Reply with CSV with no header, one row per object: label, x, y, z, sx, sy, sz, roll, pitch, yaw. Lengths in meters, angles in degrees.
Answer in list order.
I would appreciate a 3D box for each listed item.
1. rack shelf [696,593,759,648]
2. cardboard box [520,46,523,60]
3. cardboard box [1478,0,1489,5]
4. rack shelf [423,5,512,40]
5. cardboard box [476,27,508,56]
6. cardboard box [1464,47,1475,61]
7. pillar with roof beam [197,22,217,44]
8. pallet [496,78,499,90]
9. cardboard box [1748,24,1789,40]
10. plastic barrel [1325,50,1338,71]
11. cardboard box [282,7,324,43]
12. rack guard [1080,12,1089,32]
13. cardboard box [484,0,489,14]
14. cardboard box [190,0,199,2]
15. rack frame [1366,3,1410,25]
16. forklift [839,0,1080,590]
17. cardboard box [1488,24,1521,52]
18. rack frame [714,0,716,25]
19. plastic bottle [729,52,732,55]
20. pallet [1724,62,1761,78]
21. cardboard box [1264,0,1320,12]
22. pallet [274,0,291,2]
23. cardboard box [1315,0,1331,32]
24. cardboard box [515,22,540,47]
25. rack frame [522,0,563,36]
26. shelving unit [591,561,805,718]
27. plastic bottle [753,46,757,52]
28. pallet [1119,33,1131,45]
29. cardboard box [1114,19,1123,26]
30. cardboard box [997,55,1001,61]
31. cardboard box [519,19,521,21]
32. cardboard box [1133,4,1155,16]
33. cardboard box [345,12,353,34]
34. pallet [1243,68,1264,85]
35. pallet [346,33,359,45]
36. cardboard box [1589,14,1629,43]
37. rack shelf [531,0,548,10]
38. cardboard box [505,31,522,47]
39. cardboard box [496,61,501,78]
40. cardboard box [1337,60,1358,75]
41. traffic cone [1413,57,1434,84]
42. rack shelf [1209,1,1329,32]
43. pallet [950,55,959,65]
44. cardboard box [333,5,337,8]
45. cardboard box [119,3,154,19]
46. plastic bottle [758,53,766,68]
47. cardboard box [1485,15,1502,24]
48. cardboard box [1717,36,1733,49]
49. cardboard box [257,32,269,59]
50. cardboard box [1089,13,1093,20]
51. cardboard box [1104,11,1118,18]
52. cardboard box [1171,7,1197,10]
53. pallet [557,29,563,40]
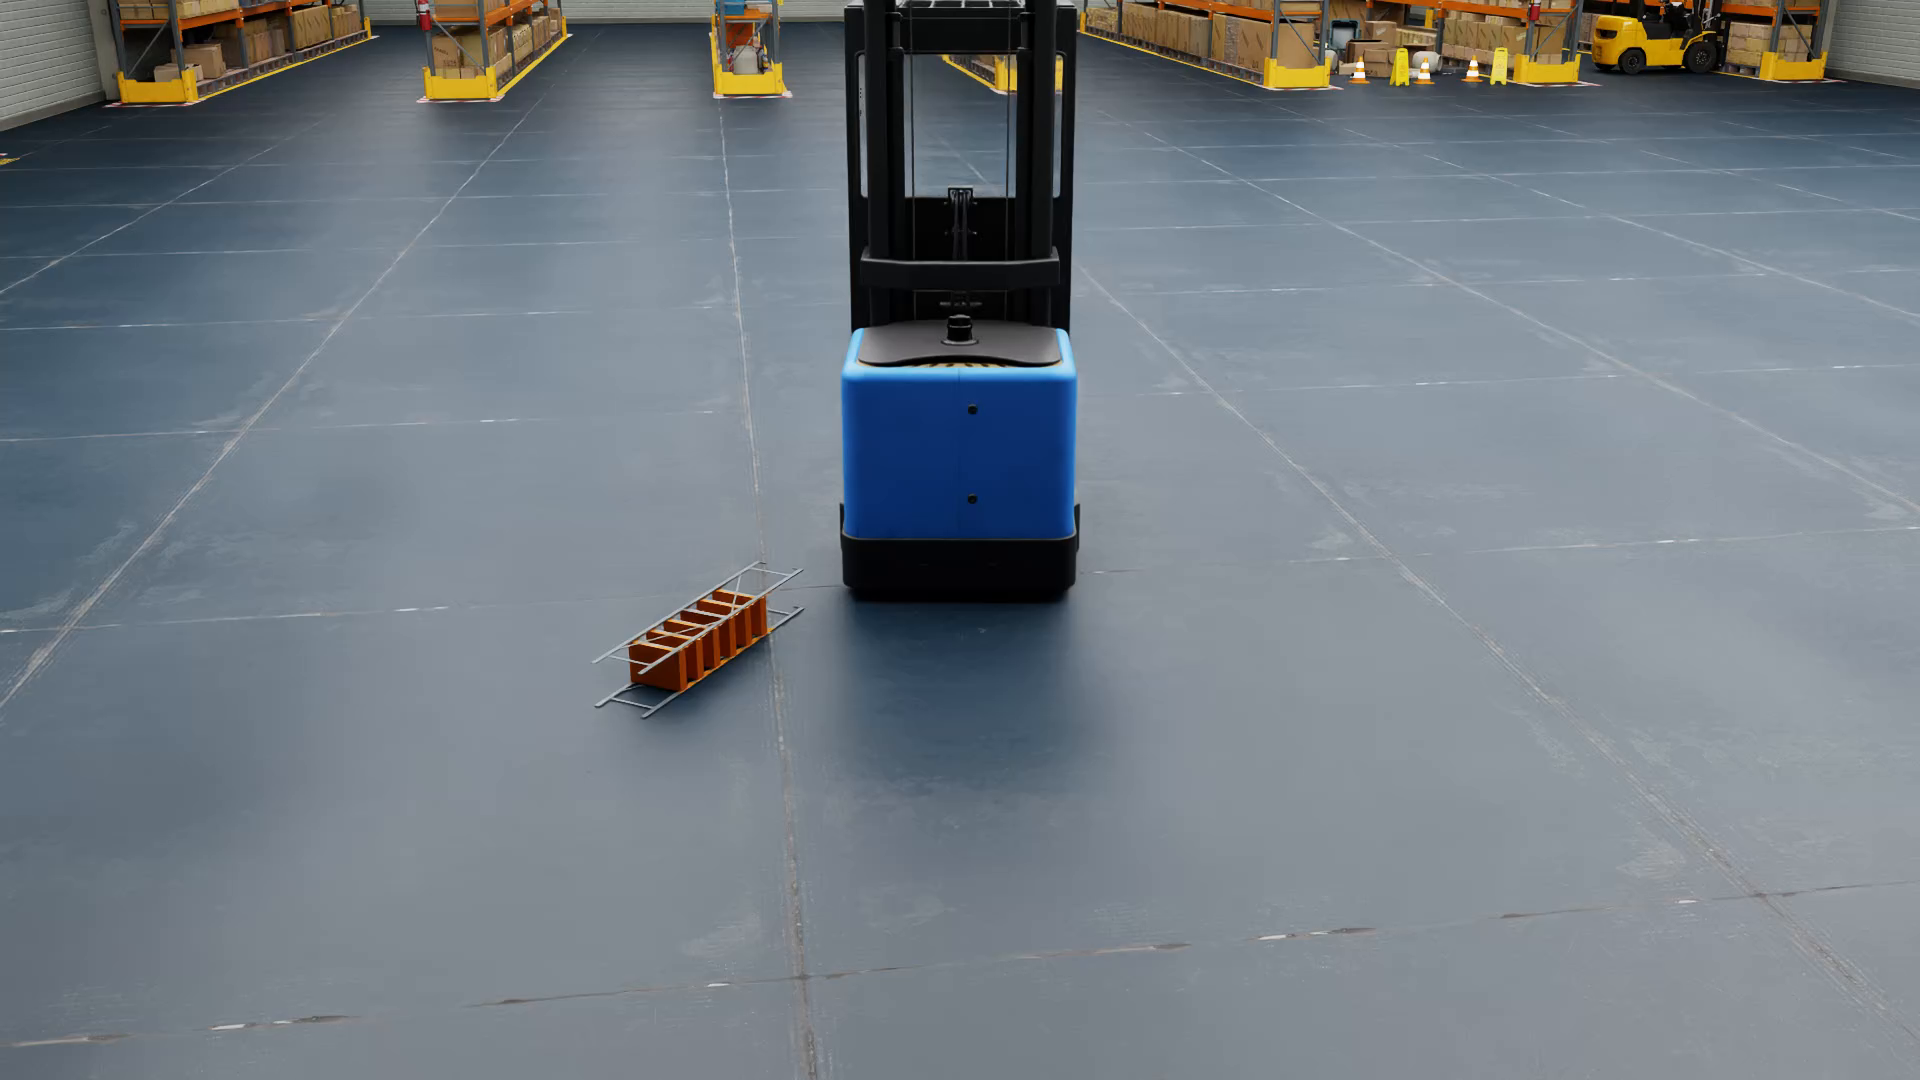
rack shelf,-0.986,0.337,7.038,0.258,0.180,0.103,9,22,24
cardboard box,-9.103,-9.826,33.568,0.500,0.250,0.500,-4,21,-9
cardboard box,10.436,-10.635,32.764,0.380,0.149,0.250,-3,21,-8
rack shelf,-8.852,-9.380,30.071,1.077,0.370,4.000,-3,21,-8
cardboard box,-8.797,-9.346,31.210,0.500,0.500,0.500,-3,21,-8
cardboard box,10.454,-9.731,33.311,0.500,0.250,0.500,-3,21,-8
pillar with roof beam,-11.027,-14.077,33.045,9.100,9.000,0.400,-3,21,-8
pallet,-8.716,-7.981,29.283,1.003,0.211,1.213,-3,21,-8
cardboard box,15.582,-9.795,32.055,0.500,0.250,0.500,-2,21,-6
plastic barrel,7.267,-9.601,33.316,0.512,0.421,0.421,12,24,30
cardboard box,-14.842,-11.592,37.437,0.750,0.750,0.750,-2,21,-6
rack guard,3.867,-14.080,45.201,1.175,0.500,0.348,-3,21,-8
cardboard box,-8.765,-9.587,29.456,0.700,0.500,0.500,-3,21,-7
cardboard box,-13.298,-9.416,28.253,0.500,0.500,0.500,-3,21,-8
rack frame,9.893,-12.793,38.180,1.000,3.000,0.127,-3,21,-8
forklift,0.004,-1.613,8.346,1.130,2.935,3.031,0,20,0
cardboard box,10.594,-9.727,32.231,0.500,0.500,0.500,-2,21,-6
rack frame,-5.968,-14.813,43.589,1.000,3.000,0.127,-3,21,-8
plastic bottle,-4.392,-9.241,31.943,0.097,0.271,0.097,0,20,0
pallet,15.805,-9.231,32.629,1.003,0.211,1.213,-3,21,-8
cardboard box,6.064,-9.934,30.313,0.875,0.550,0.550,-3,21,-8
pallet,-14.411,-11.212,34.222,1.213,0.211,1.003,-3,21,-8
cardboard box,9.485,-13.168,41.622,0.875,0.875,0.875,-2,21,-6
cardboard box,-9.581,-11.182,36.813,0.500,0.500,0.500,-4,21,-10
rack frame,-10.871,-14.564,42.924,1.000,3.000,0.127,-3,21,-8
shelving unit,-1.057,0.389,6.899,0.258,0.189,1.200,9,22,24
plastic bottle,-4.003,-9.407,32.274,0.144,0.351,0.185,-3,21,-8
pallet,4.546,-12.317,40.892,1.003,0.211,1.213,-3,21,-8
cardboard box,4.072,-12.986,41.748,0.380,0.149,0.250,-3,21,-7
cardboard box,0.974,-9.189,31.503,0.500,0.500,0.500,-1,21,-3
cardboard box,-10.313,-11.677,38.137,0.500,0.500,0.500,-3,21,-7
cardboard box,4.426,-12.640,39.671,0.500,0.250,0.500,-2,21,-6
cardboard box,-15.427,-12.754,41.050,0.700,0.500,0.500,-4,21,-10
pallet,5.969,-8.705,31.220,1.003,0.211,1.213,-3,21,-8
pallet,-15.407,-12.312,40.880,1.003,0.211,1.213,-3,21,-8
cardboard box,14.982,-11.686,38.011,0.875,0.625,0.625,-2,21,-6
rack shelf,-10.006,-12.150,37.487,1.077,0.370,4.000,-3,21,-8
cardboard box,-9.097,-10.089,33.470,0.500,0.311,0.500,-4,21,-10
cardboard box,-8.569,-8.476,29.953,0.500,0.250,0.500,-3,21,-8
cardboard box,7.656,-9.340,32.844,0.396,0.266,0.258,1,20,2
traffic cone,8.658,-8.744,30.967,0.336,0.463,0.334,-3,21,-8
rack shelf,5.874,-10.093,31.982,1.077,0.370,4.000,-3,21,-8
pallet,0.370,-10.294,35.477,1.003,0.211,1.213,-3,21,-8
cardboard box,-15.679,-13.177,41.254,0.380,0.149,0.250,-3,21,-7
cardboard box,-13.725,-8.865,27.849,0.500,0.250,0.500,-3,21,-7
plastic bottle,-3.767,-9.145,31.678,0.152,0.276,0.135,-3,21,-7
cardboard box,10.483,-10.153,32.444,0.380,0.149,0.250,-2,21,-5
cardboard box,15.421,-9.922,33.109,0.500,0.250,0.500,-3,21,-9
cardboard box,-14.404,-9.977,33.585,0.700,0.500,0.500,-3,21,-8
cardboard box,3.661,-13.986,44.425,0.380,0.149,0.250,-3,21,-8
cardboard box,3.914,-13.498,42.693,0.380,0.149,0.250,-4,21,-10
cardboard box,5.149,-12.136,38.323,0.500,0.250,0.500,-4,21,-10
pallet,-10.744,-12.955,42.602,1.003,0.211,1.213,-3,21,-8
